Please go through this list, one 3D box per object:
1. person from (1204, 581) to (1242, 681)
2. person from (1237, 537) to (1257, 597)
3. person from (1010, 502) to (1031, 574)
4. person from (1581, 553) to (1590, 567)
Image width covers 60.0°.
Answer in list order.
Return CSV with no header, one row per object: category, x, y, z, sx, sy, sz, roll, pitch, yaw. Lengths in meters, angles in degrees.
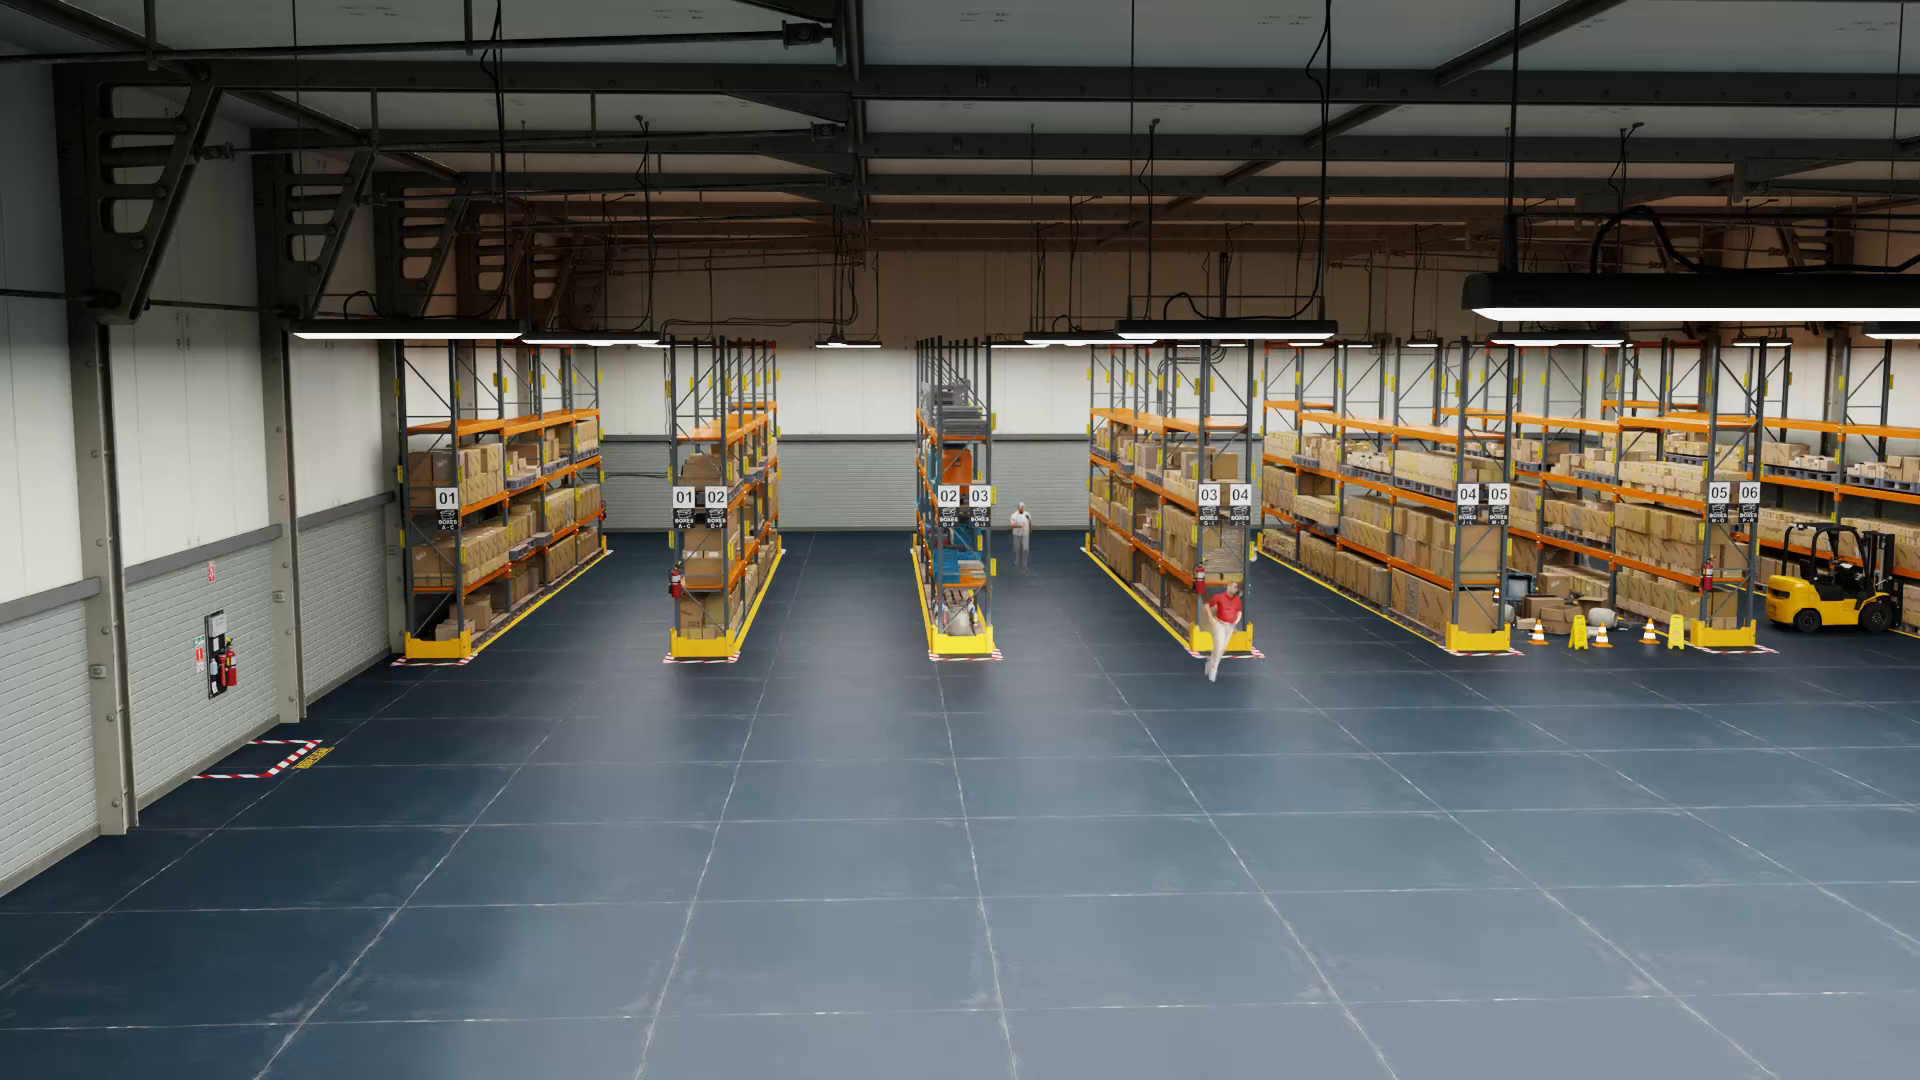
person,4.602,1.594,29.247,0.801,1.758,0.646,-4,7,-29
person,6.676,0.588,39.124,0.593,1.463,1.084,1,7,6
person,1.530,-0.053,41.432,0.580,1.777,0.779,-1,7,-10
person,16.186,-0.039,43.561,0.598,1.658,0.943,-1,7,-12
